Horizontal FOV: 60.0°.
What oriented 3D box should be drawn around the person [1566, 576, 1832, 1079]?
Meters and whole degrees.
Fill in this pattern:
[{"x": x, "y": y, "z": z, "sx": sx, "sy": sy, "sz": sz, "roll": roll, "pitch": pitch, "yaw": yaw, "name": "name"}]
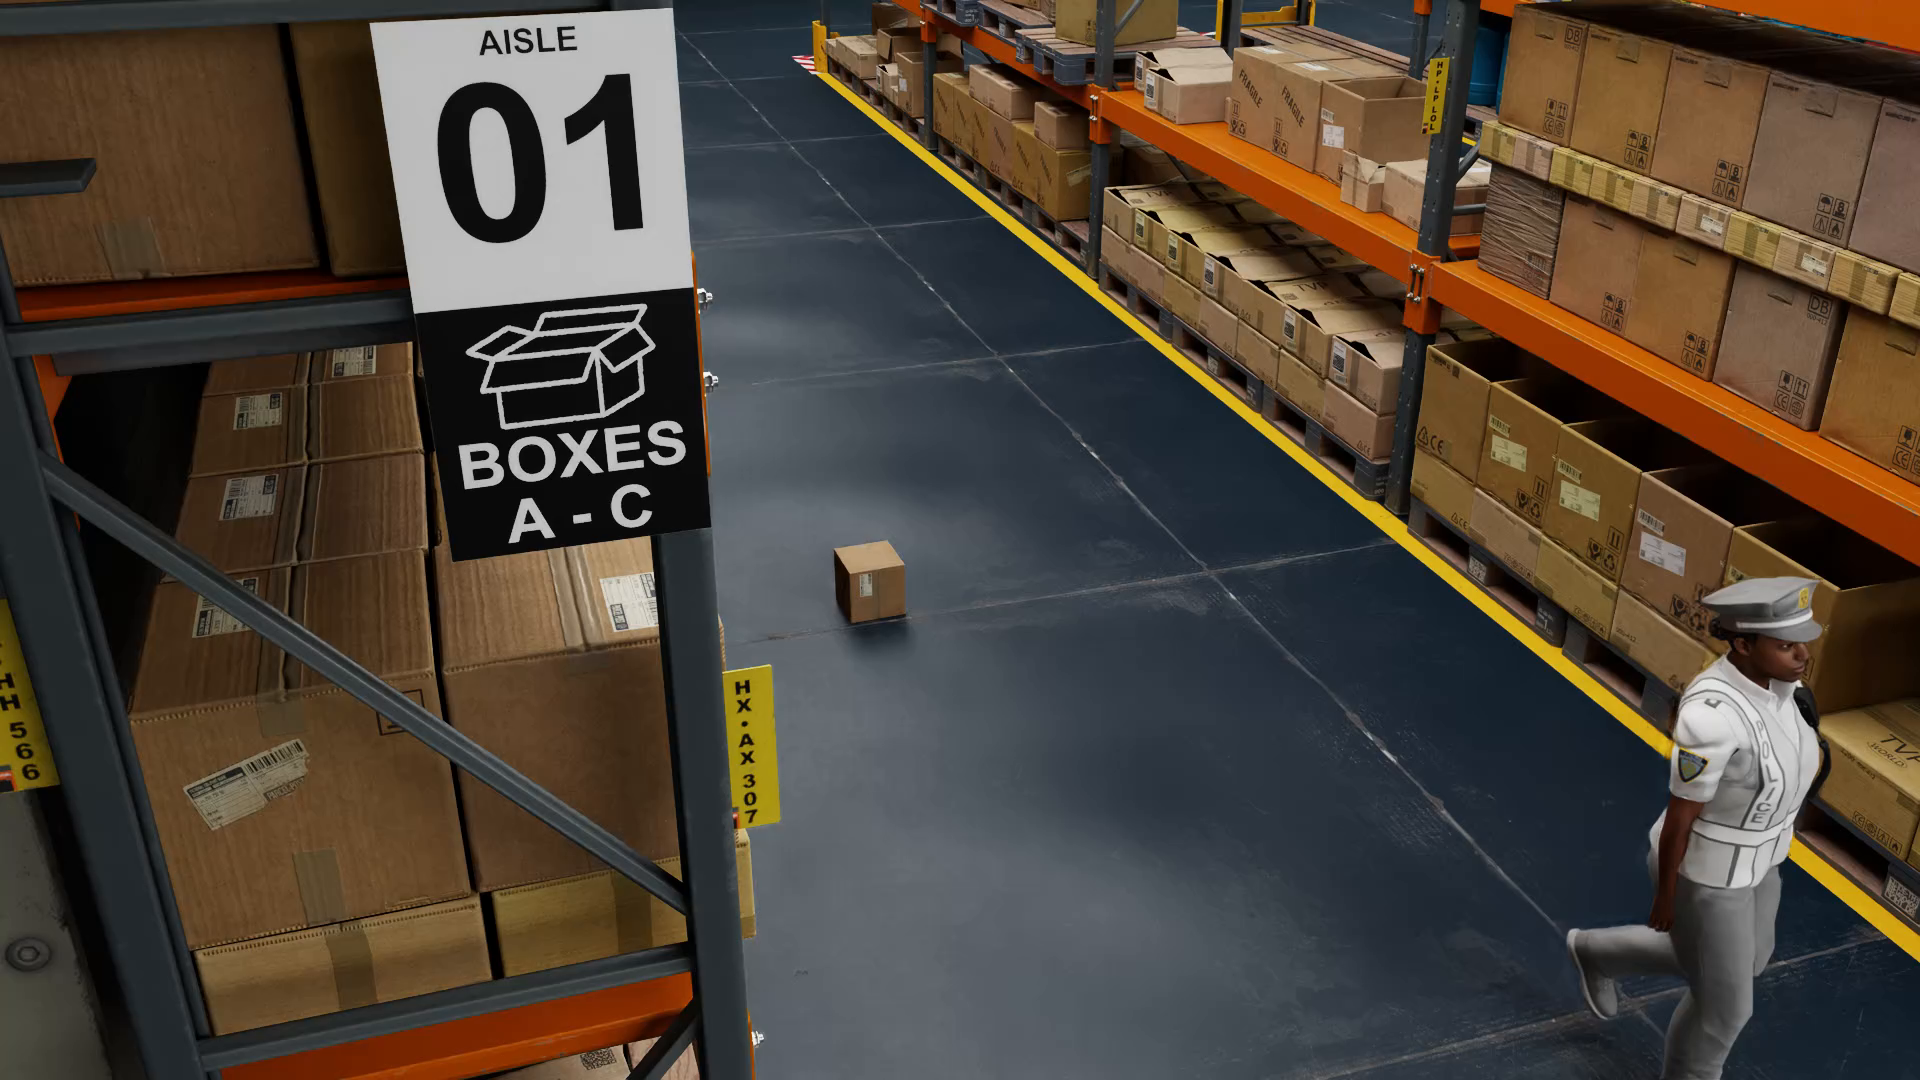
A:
[{"x": 1.970, "y": 0.815, "z": 4.399, "sx": 0.449, "sy": 1.671, "sz": 0.687, "roll": -23, "pitch": 35, "yaw": -38, "name": "person"}]
